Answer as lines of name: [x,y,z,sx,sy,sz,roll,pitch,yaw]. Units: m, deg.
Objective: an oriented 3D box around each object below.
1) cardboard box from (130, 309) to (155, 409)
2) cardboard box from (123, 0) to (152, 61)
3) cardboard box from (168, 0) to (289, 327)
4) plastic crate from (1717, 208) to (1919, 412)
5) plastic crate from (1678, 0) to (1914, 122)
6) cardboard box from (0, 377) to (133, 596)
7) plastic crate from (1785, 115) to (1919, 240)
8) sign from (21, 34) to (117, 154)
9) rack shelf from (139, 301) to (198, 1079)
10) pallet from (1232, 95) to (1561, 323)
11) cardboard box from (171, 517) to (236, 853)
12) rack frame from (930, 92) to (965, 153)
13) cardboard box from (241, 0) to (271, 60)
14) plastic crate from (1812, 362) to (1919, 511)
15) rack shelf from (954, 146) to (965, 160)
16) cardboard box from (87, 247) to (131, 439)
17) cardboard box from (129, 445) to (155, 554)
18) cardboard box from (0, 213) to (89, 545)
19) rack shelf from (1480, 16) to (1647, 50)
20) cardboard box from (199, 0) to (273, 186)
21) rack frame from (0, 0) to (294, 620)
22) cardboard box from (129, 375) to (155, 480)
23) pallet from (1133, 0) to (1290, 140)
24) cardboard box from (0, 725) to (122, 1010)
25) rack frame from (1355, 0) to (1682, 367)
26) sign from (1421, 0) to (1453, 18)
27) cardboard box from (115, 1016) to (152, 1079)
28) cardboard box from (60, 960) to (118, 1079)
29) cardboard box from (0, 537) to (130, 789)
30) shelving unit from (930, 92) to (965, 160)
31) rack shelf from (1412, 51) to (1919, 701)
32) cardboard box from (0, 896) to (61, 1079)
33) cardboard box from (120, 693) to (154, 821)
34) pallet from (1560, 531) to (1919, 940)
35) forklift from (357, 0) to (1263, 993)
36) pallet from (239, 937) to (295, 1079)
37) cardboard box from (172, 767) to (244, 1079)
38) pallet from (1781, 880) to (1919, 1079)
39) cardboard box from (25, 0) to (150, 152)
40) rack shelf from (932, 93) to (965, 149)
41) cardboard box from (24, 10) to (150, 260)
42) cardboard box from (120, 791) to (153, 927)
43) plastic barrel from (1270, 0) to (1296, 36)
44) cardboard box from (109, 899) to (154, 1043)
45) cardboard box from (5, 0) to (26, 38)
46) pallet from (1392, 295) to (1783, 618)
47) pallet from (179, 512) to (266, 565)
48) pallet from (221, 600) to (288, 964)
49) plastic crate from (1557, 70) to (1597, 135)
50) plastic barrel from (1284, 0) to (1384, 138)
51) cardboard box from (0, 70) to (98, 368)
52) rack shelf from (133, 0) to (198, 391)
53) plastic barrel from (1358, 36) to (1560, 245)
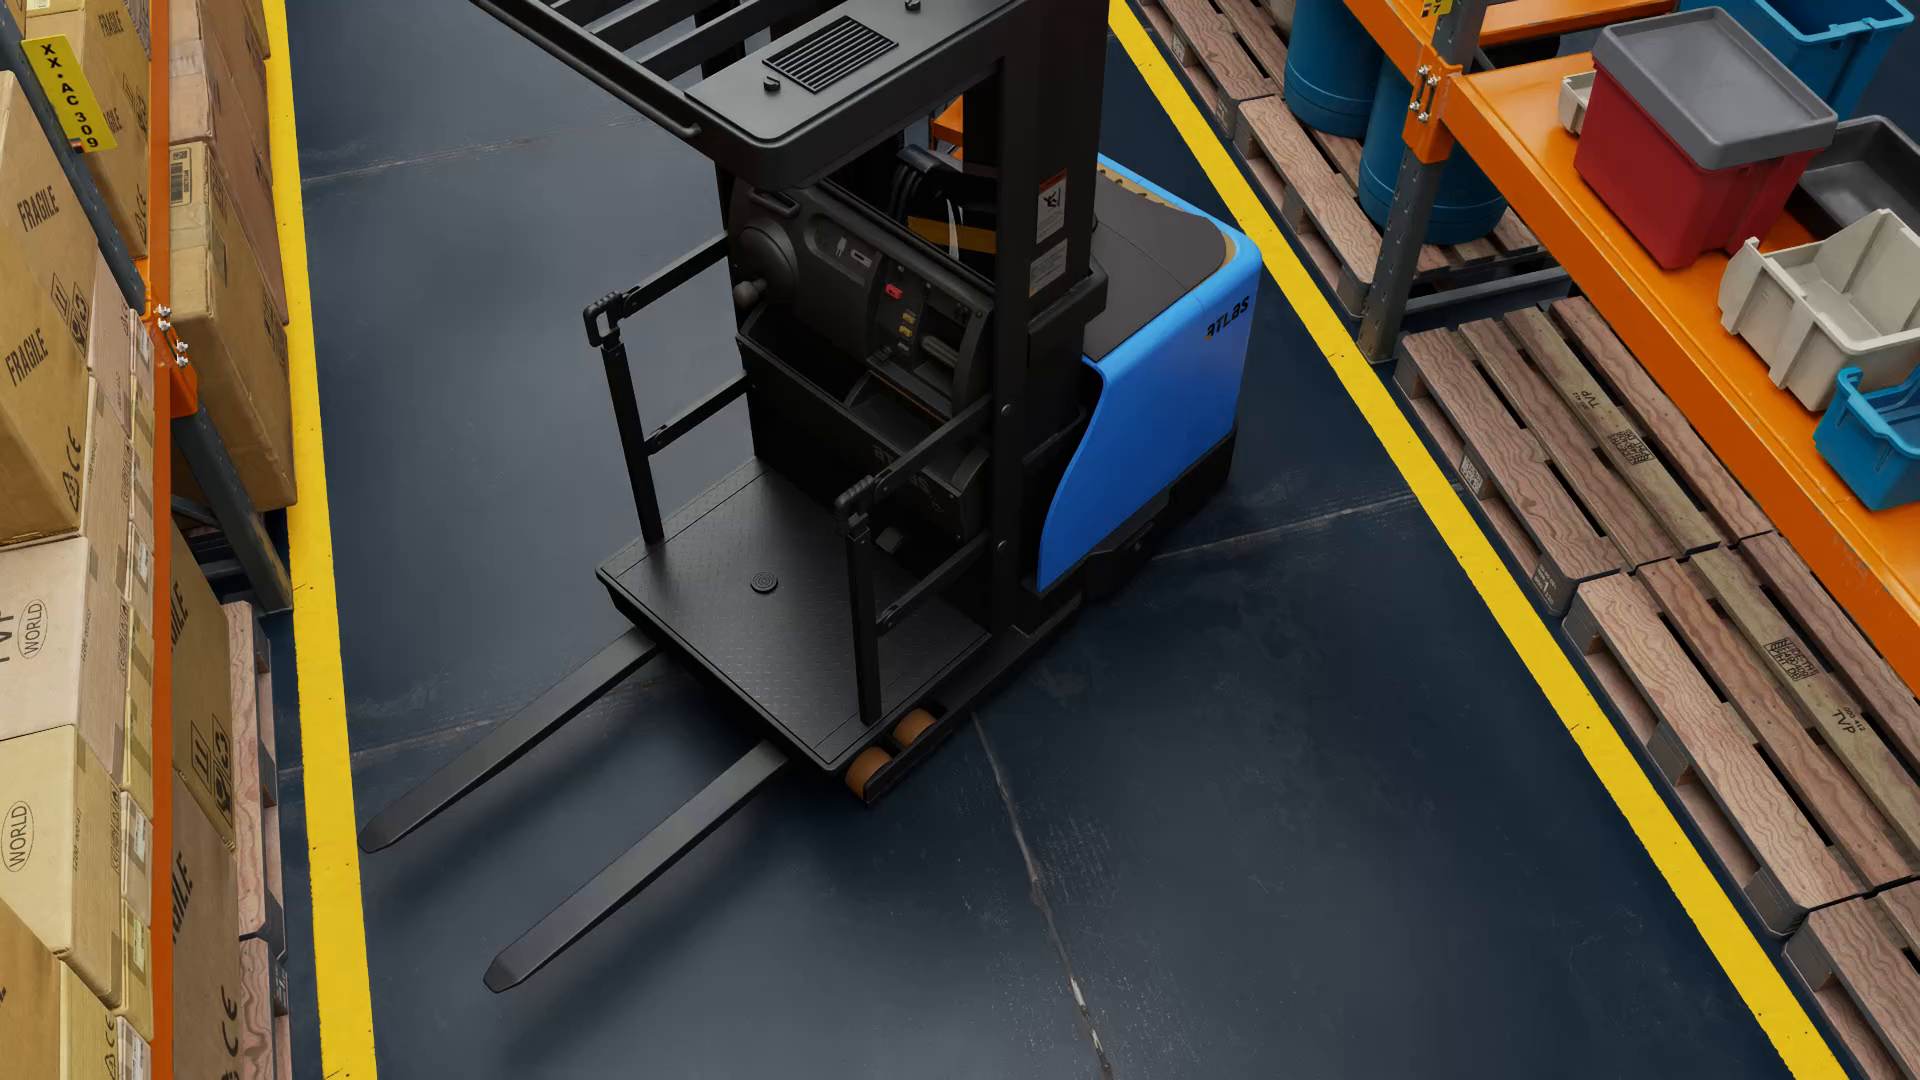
cardboard box: [-2.315,-0.432,4.317,0.380,0.149,0.250,-13,51,-11]
cardboard box: [-2.913,-1.819,5.256,0.500,0.500,0.500,-14,51,-12]
cardboard box: [-3.192,-1.228,5.938,1.225,0.875,0.875,-15,51,-12]
plastic crate: [2.289,-0.606,4.337,0.437,0.282,0.530,-13,51,-11]
plastic crate: [2.477,-1.532,5.051,0.392,0.384,0.575,-13,51,-11]
cardboard box: [-2.182,-0.069,3.750,0.500,0.250,0.500,-12,51,-10]
plastic crate: [2.601,-0.956,4.734,0.437,0.125,0.590,-13,51,-11]
sign: [-2.189,-1.093,4.091,0.100,0.325,0.005,-13,51,-11]
rack shelf: [-2.127,1.031,3.390,1.077,0.370,4.000,-13,51,-11]
pallet: [1.825,-1.456,6.839,1.003,0.211,1.213,-13,51,-11]
cardboard box: [-2.600,0.388,4.576,0.875,0.875,0.875,-13,51,-11]
rack frame: [-0.040,-1.438,6.177,0.015,1.200,0.240,25,54,20]
cardboard box: [-3.717,-2.525,7.032,1.225,0.875,0.875,-15,52,-13]
plastic crate: [2.344,-0.268,4.084,0.416,0.233,0.300,-13,51,-11]
rack shelf: [0.168,-1.297,6.146,0.480,0.148,0.258,25,54,20]
cardboard box: [-2.337,-0.446,4.068,0.500,0.250,0.500,-14,51,-12]
cardboard box: [-2.163,-0.057,4.000,0.380,0.149,0.250,-14,51,-12]
cardboard box: [-2.183,-0.309,3.462,0.500,0.500,0.500,-13,51,-11]
rack shelf: [1.422,-3.057,6.742,0.831,0.071,3.687,-13,51,-11]
cardboard box: [-3.461,-1.872,6.481,1.225,0.875,0.875,-13,51,-11]
rack frame: [-2.718,-0.662,4.346,1.000,3.000,0.127,-13,51,-11]
cardboard box: [-2.239,-0.244,4.158,0.380,0.149,0.250,-12,51,-10]
pallet: [1.460,-2.349,7.592,1.003,0.211,1.213,-13,51,-11]
cardboard box: [-1.884,0.675,3.123,0.500,0.250,0.500,-14,51,-12]
rack frame: [2.013,-1.782,5.290,1.000,3.000,0.127,-13,51,-11]
sign: [1.487,-1.748,5.081,0.100,0.325,0.005,-13,51,-11]
cardboard box: [-1.708,1.068,3.052,0.380,0.149,0.250,-14,51,-11]
cardboard box: [-1.725,1.055,2.803,0.500,0.250,0.500,-15,51,-12]
cardboard box: [-2.031,0.304,3.435,0.500,0.250,0.500,-12,51,-10]
shelving unit: [0.168,-1.340,6.095,0.503,1.200,0.258,25,54,20]
rack shelf: [2.605,-0.089,4.334,1.077,0.370,4.000,-13,51,-11]
cardboard box: [-1.726,0.817,2.513,0.500,0.500,0.500,-15,51,-12]
cardboard box: [-1.935,0.506,3.526,0.380,0.149,0.250,-14,51,-12]
pallet: [2.632,0.538,5.158,1.003,0.211,1.213,-13,51,-11]
forklift: [-0.432,-0.601,4.340,1.130,2.935,3.031,36,59,27]
pallet: [-2.204,1.703,4.177,1.003,0.211,1.213,-13,51,-11]
cardboard box: [-2.333,1.045,4.022,0.875,0.875,0.875,-13,51,-11]
pallet: [2.989,1.427,4.409,1.003,0.211,1.213,-13,51,-11]
cardboard box: [-2.765,-1.453,4.948,0.500,0.500,0.500,-13,51,-11]
rack shelf: [0.168,-1.441,5.975,0.480,0.148,0.258,25,54,20]
cardboard box: [-2.615,-1.087,4.639,0.500,0.500,0.500,-13,51,-11]
cardboard box: [-1.861,0.692,3.369,0.380,0.149,0.250,-13,51,-10]
plastic barrel: [1.578,-2.466,7.220,0.421,0.512,0.421,0,50,0]
cardboard box: [-1.781,0.884,3.207,0.380,0.149,0.250,-14,51,-12]
cardboard box: [-2.915,-1.482,4.316,0.797,0.503,0.637,-15,51,-12]
pallet: [2.268,-0.355,5.911,1.003,0.211,1.213,-13,51,-11]
pallet: [-3.018,-0.310,5.873,1.003,0.211,1.213,-13,51,-11]
pallet: [-2.568,0.810,4.929,1.003,0.211,1.213,-13,51,-11]
plastic crate: [2.014,-1.344,5.054,0.396,0.136,0.243,-13,51,-11]
plastic barrel: [1.659,-2.159,6.706,0.600,0.901,0.708,-13,51,-11]
cardboard box: [-2.327,-0.676,3.771,0.500,0.500,0.500,-12,51,-10]
rack shelf: [-3.310,-1.891,5.853,1.077,0.370,4.000,-13,51,-11]
plastic barrel: [1.869,-1.642,6.270,0.600,0.901,0.708,-13,51,-11]
